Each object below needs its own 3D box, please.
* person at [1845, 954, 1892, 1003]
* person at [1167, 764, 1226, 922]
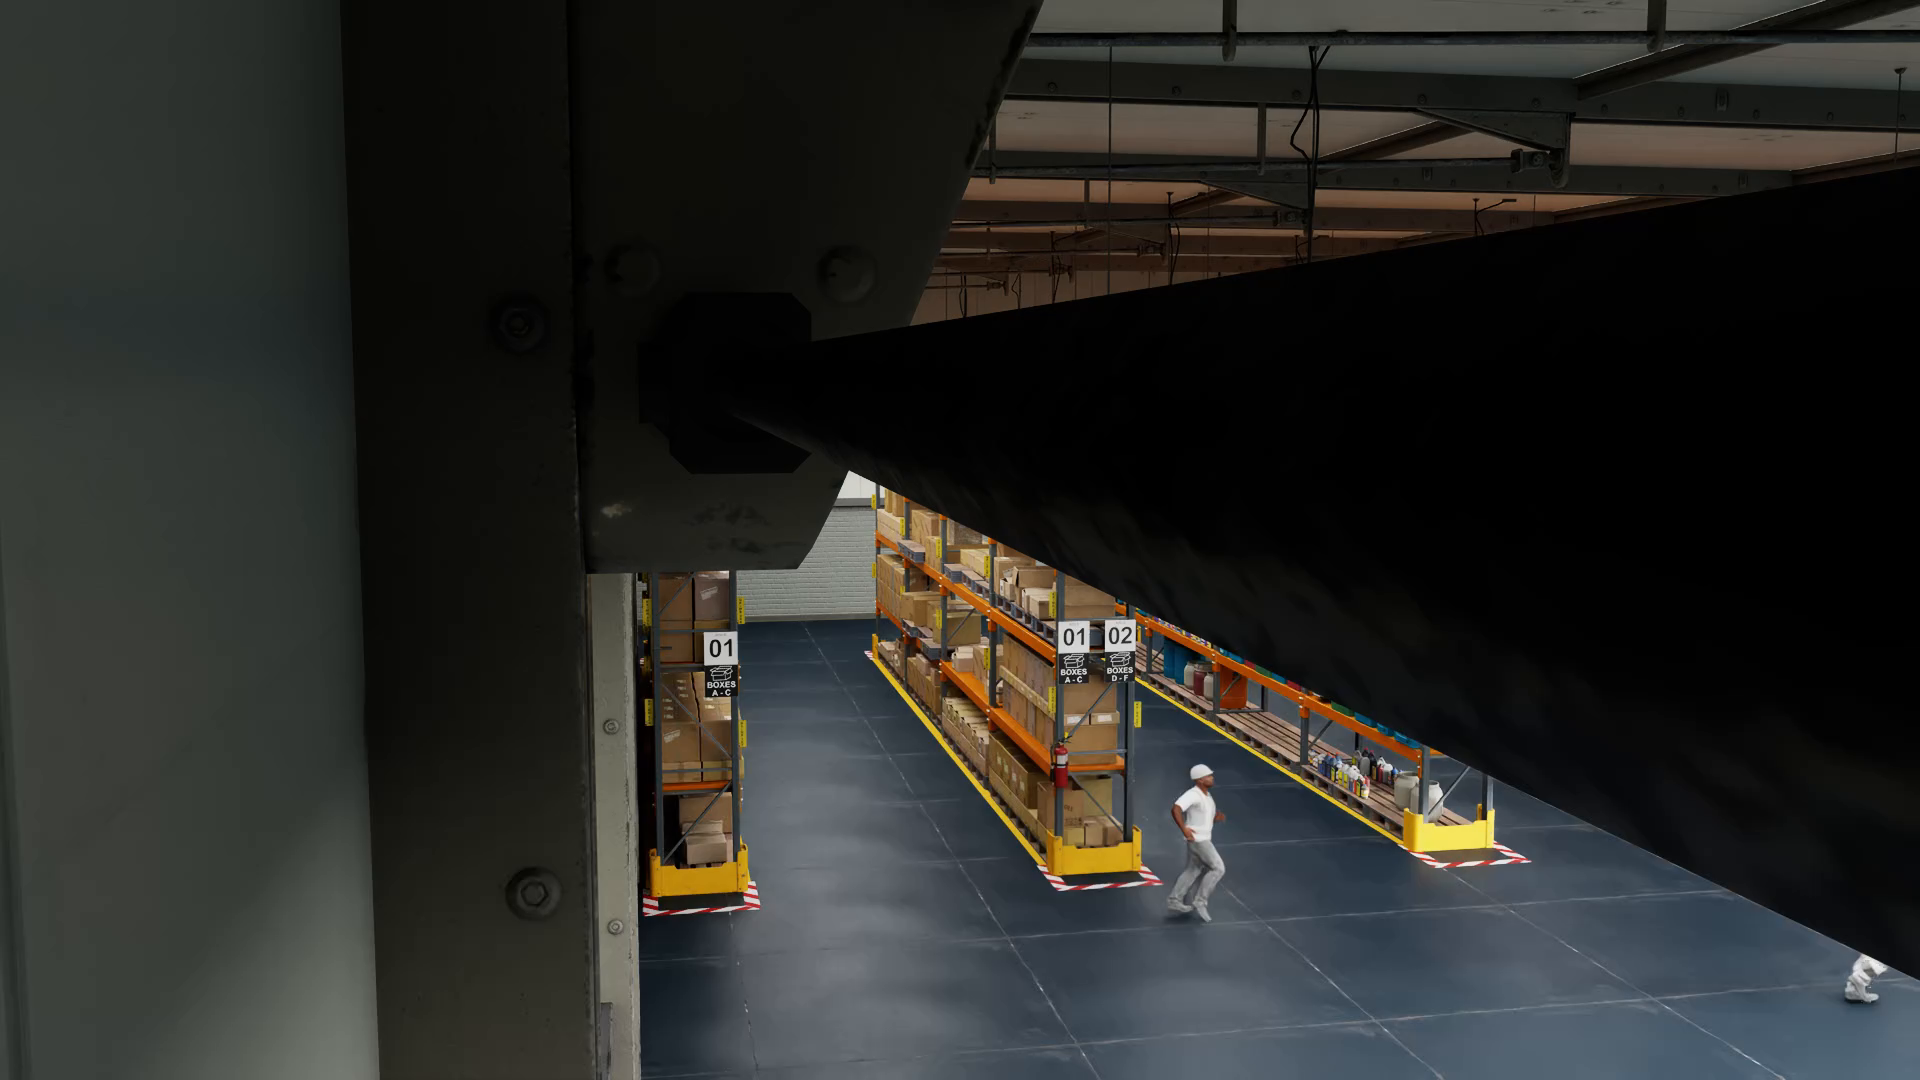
[{"bbox_3d":[9.158,3.751,16.558,0.584,1.742,0.643,1,6,13],"label":"person"},{"bbox_3d":[2.752,3.488,19.325,0.662,1.784,0.690,1,6,11],"label":"person"}]
